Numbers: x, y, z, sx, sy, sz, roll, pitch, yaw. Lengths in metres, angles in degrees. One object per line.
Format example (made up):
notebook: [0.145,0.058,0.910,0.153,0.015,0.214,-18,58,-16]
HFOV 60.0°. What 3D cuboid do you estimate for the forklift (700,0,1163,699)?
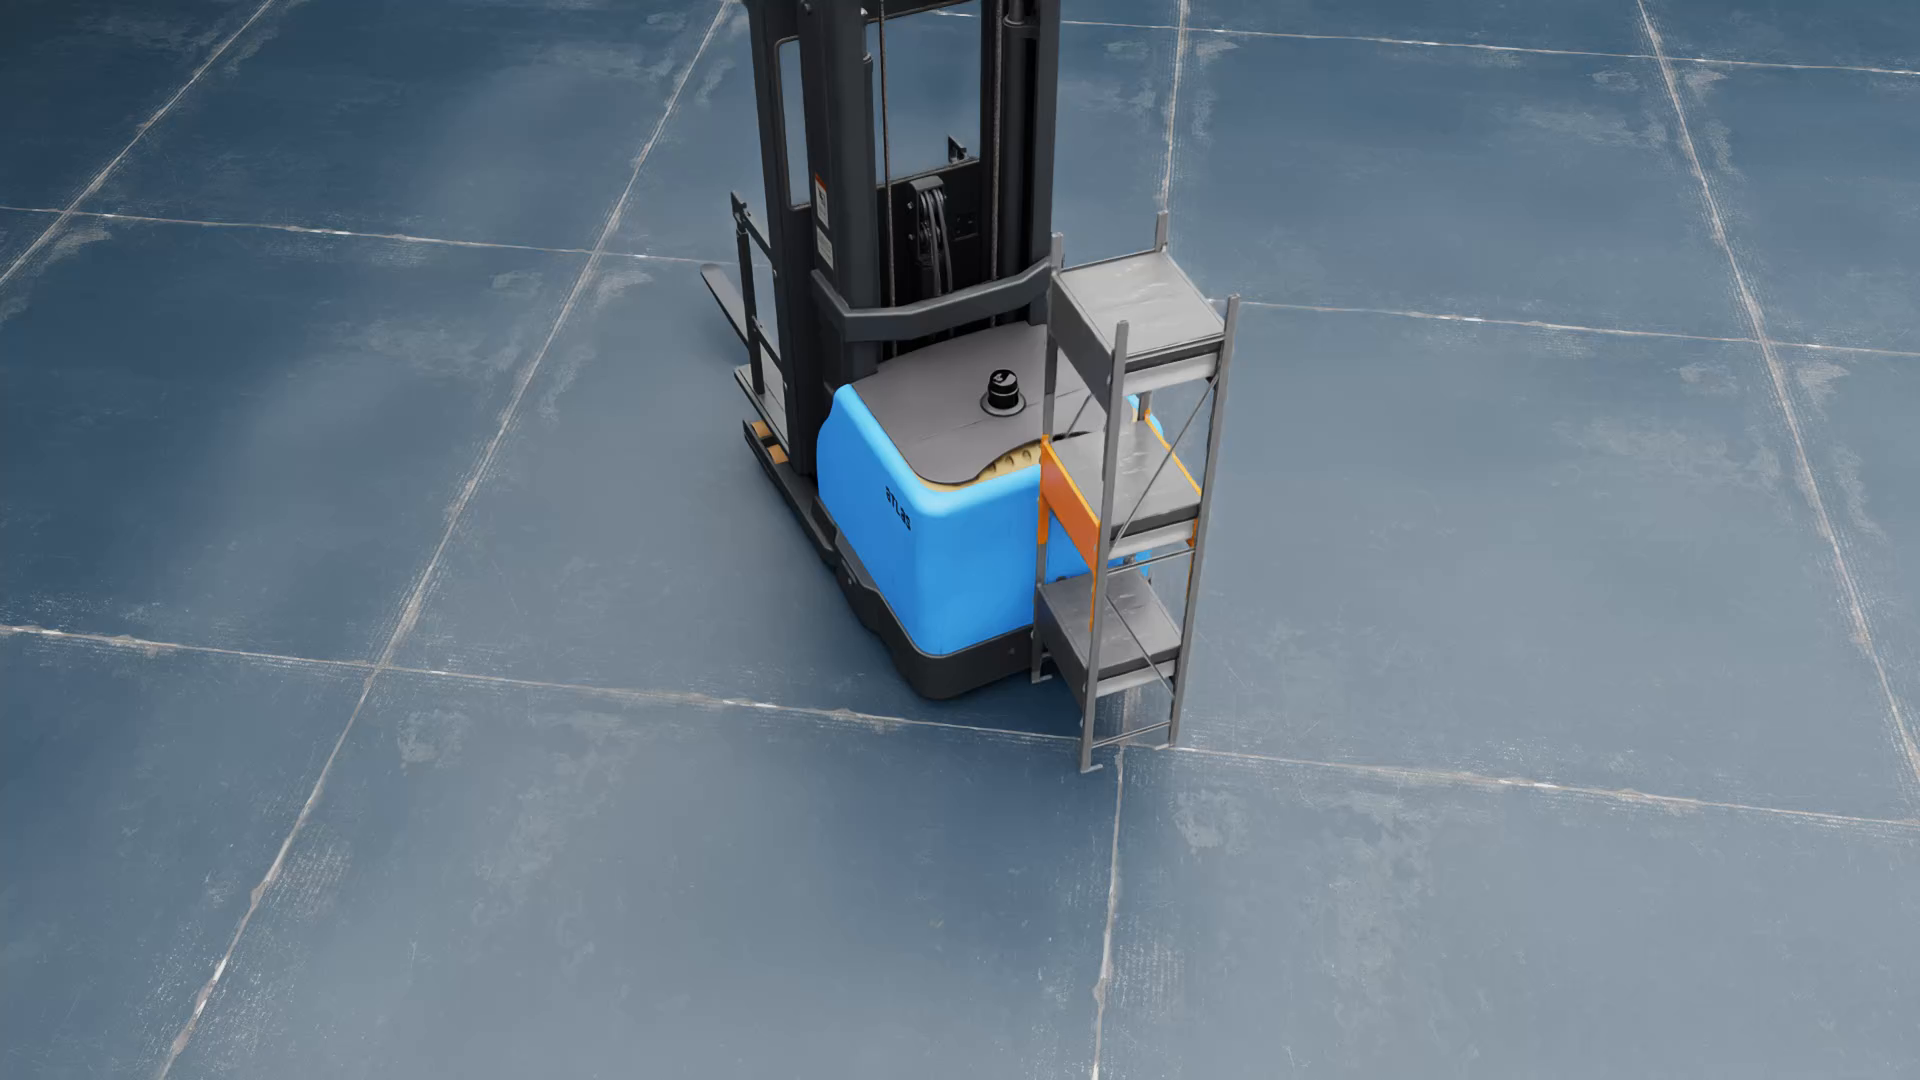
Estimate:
forklift: [-0.337,-1.458,6.658,1.130,2.935,3.031,-19,47,-19]

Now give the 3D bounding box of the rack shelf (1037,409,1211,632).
rack shelf: [0.560,-0.071,5.817,0.431,0.518,0.480,-15,45,-15]

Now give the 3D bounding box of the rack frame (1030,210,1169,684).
rack frame: [0.473,-0.239,5.973,0.400,2.100,0.015,-15,45,-15]

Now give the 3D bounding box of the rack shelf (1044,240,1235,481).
rack shelf: [0.561,-0.579,5.335,0.431,0.518,0.480,-15,45,-15]

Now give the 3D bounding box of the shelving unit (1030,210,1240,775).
shelving unit: [0.560,-0.081,5.807,0.431,2.100,0.503,-15,45,-15]

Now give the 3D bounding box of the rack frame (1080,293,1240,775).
rack frame: [0.646,0.076,5.642,0.400,2.100,0.015,-15,45,-15]

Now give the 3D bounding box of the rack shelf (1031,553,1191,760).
rack shelf: [0.559,0.436,6.299,0.431,0.518,0.480,-15,45,-15]
